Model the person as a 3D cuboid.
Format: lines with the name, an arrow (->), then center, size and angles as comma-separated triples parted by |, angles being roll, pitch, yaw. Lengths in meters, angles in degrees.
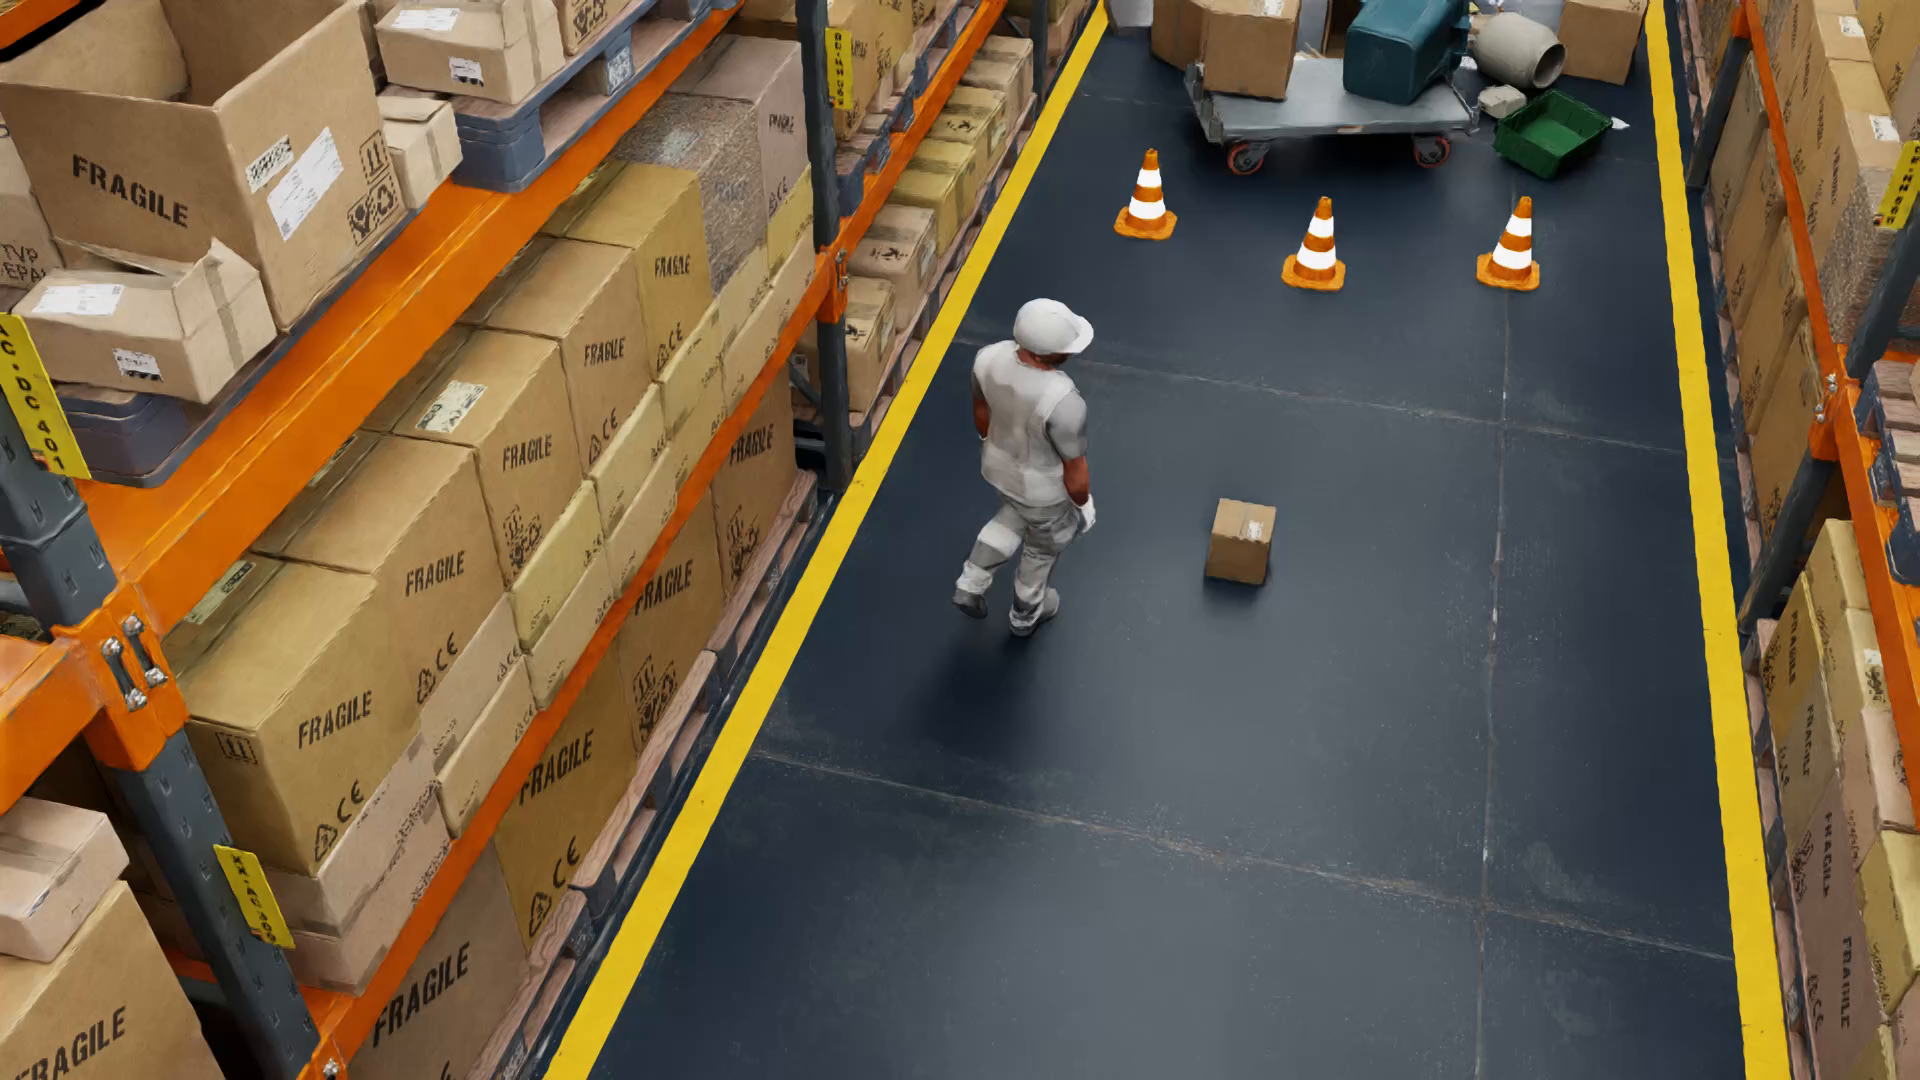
person -> 15.872, -2.703, 9.336 | 17.352, 1.721, 27.931 | 33, 50, 32
